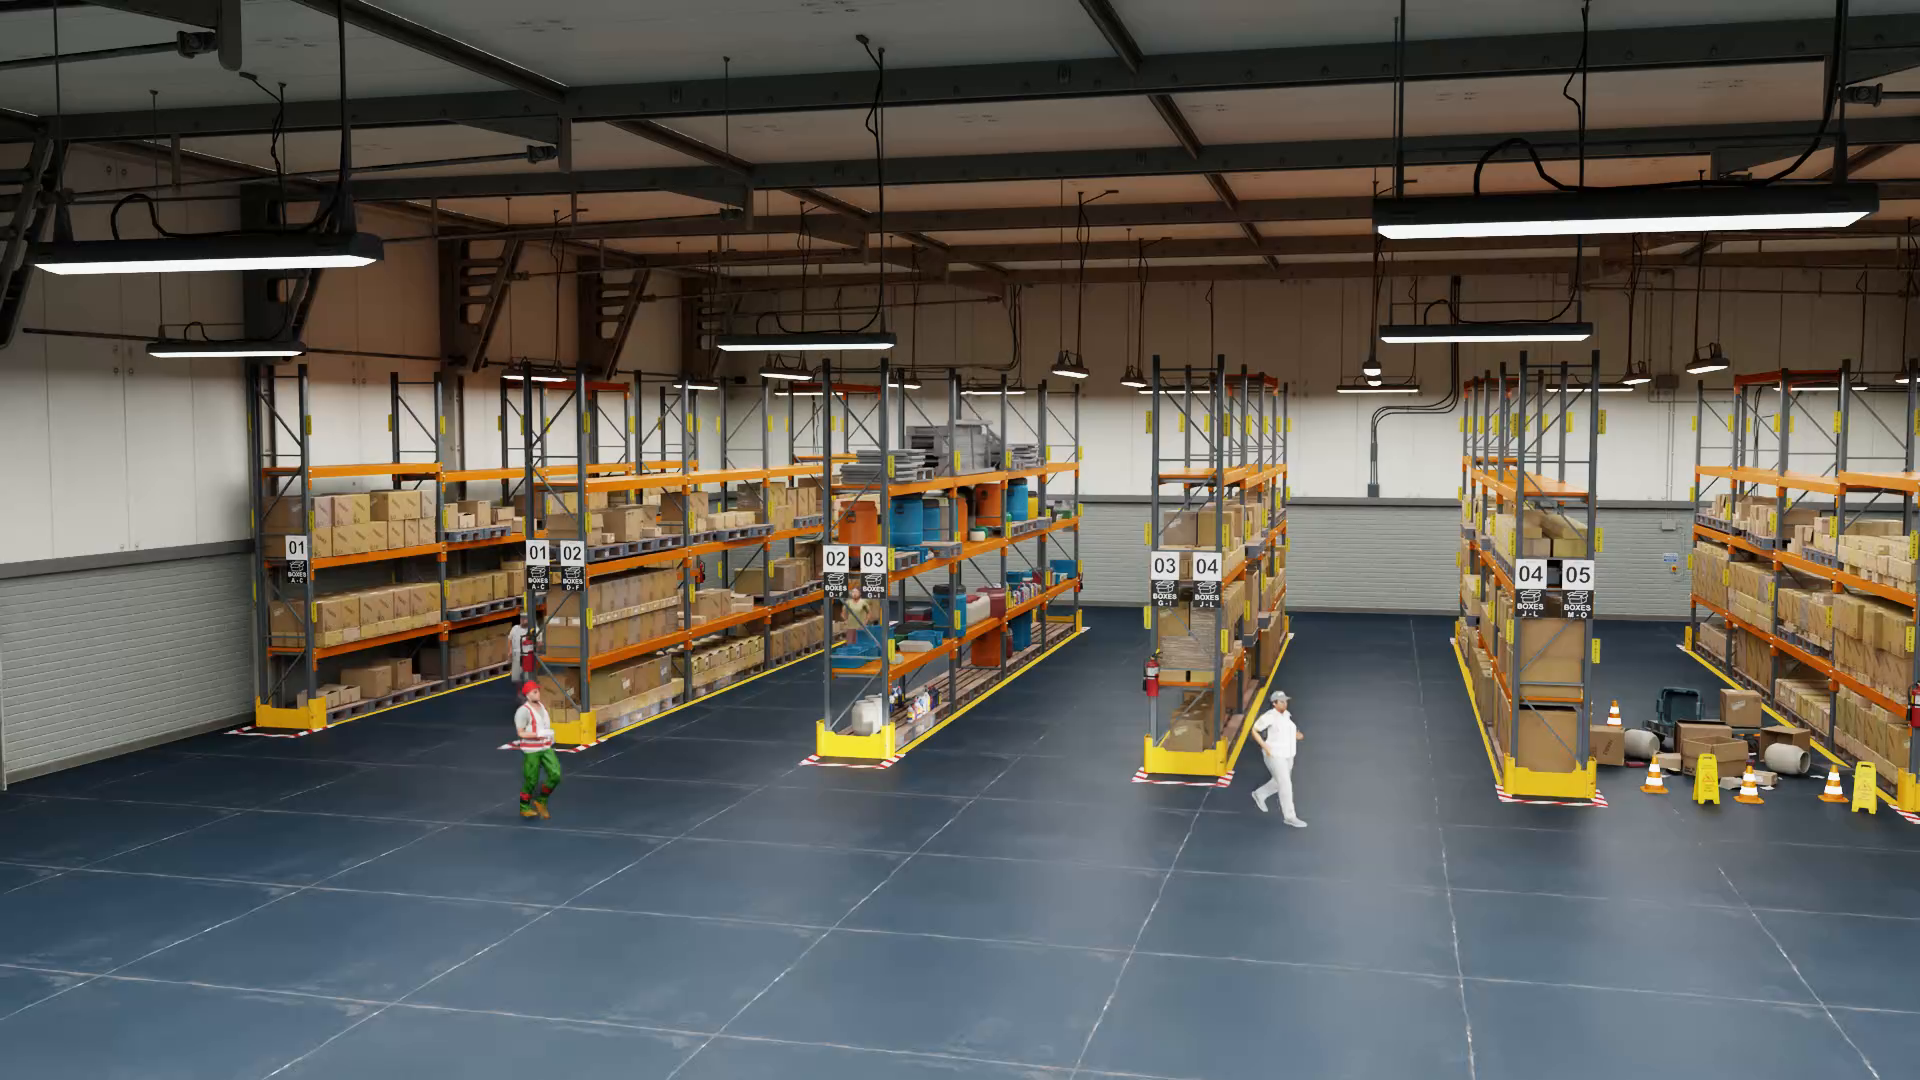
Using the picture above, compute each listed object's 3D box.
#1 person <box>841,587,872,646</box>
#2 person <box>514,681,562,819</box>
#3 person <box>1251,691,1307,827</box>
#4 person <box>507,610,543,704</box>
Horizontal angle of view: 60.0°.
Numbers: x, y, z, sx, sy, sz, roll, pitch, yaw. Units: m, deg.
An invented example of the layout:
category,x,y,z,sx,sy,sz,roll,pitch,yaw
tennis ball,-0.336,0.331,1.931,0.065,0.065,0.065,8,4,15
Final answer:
category,x,y,z,sx,sy,sz,roll,pitch,yaw
person,-1.983,1.703,31.747,0.580,1.640,0.564,0,4,4
person,-5.324,2.662,20.994,0.675,1.774,0.650,3,5,36
person,4.005,2.718,20.923,0.612,1.645,0.934,-4,5,-43
person,-7.725,2.096,29.423,0.651,1.740,0.602,0,4,-1
